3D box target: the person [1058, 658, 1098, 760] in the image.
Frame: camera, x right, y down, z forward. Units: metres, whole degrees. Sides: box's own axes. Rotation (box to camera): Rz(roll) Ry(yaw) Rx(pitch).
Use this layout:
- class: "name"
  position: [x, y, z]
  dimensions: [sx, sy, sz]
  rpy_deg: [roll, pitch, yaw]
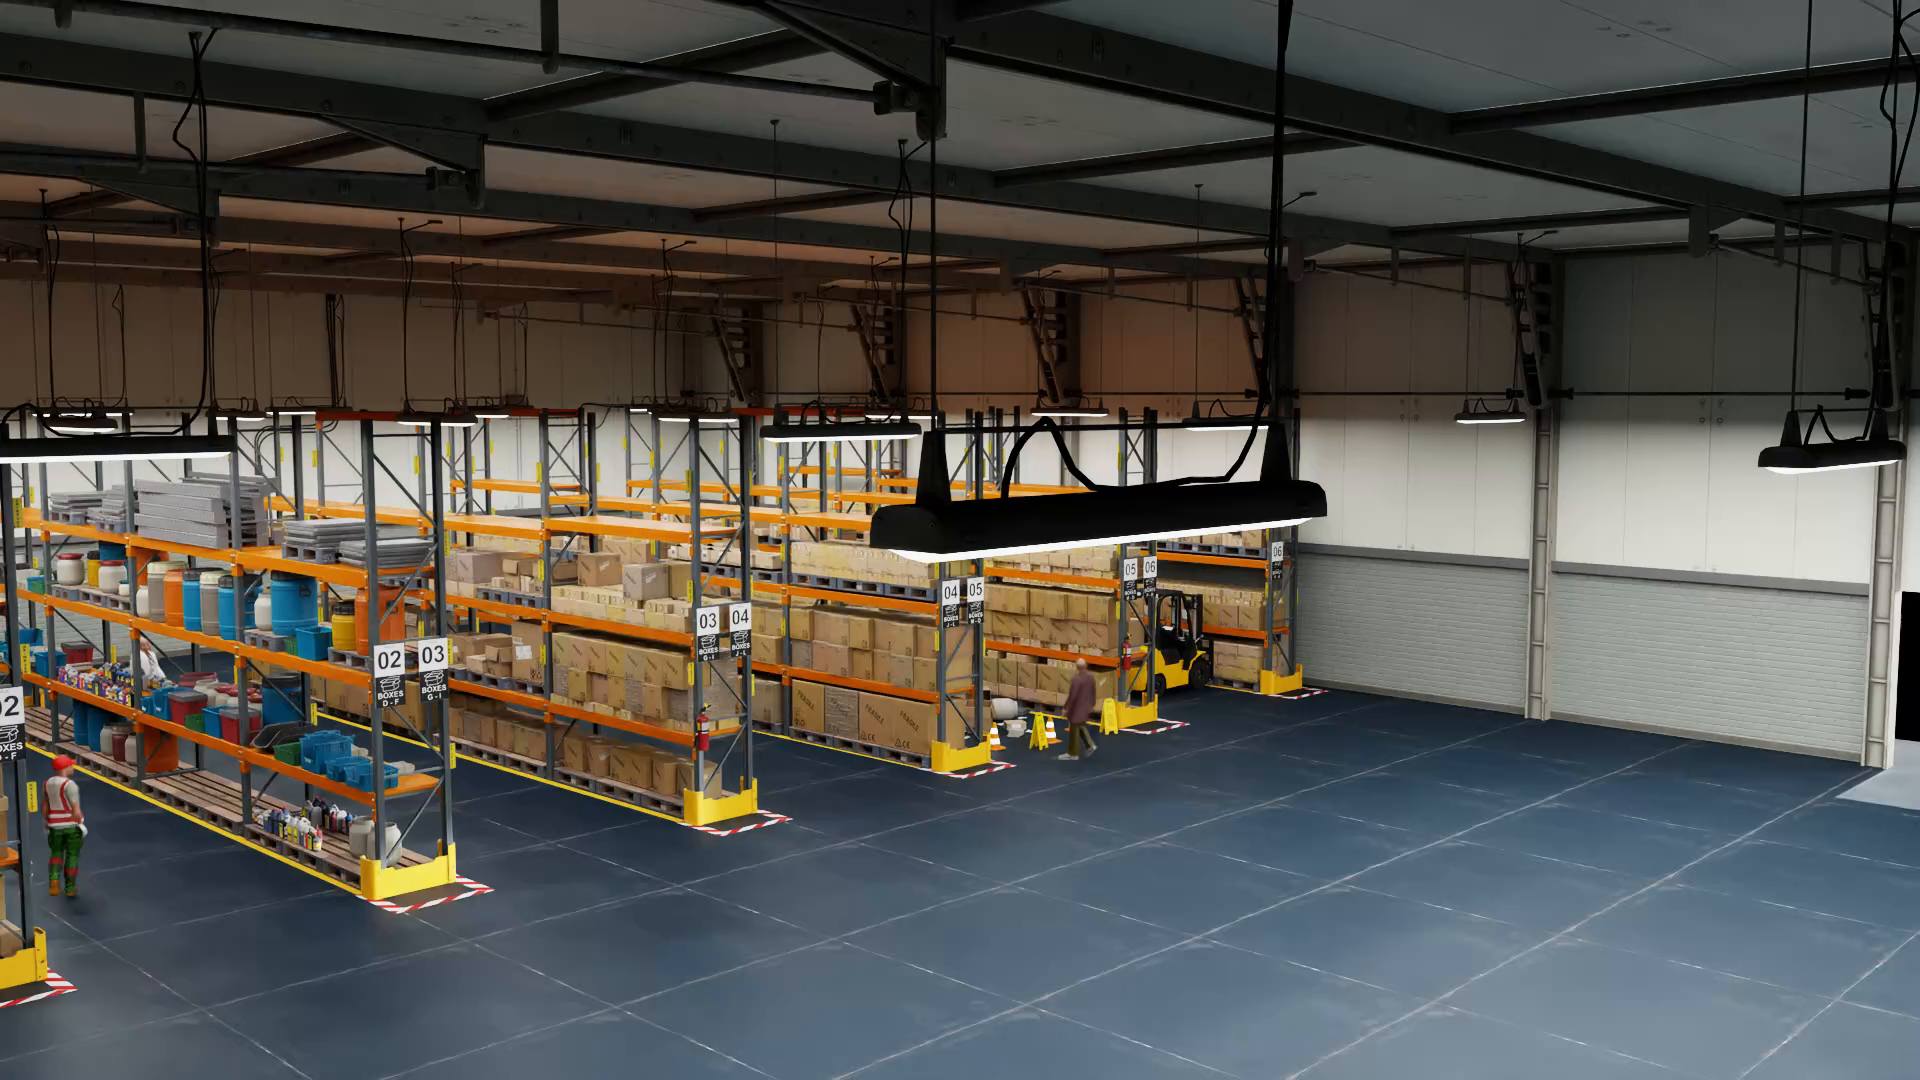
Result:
- class: "person"
  position: [2.065, 2.905, 28.676]
  dimensions: [0.584, 1.773, 0.652]
  rpy_deg: [4, 6, 38]

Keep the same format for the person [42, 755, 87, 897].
- class: "person"
  position: [-11.223, 3.579, 20.818]
  dimensions: [0.538, 1.785, 0.497]
  rpy_deg: [-1, 5, -11]

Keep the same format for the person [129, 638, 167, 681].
- class: "person"
  position: [-15.221, 2.804, 31.172]
  dimensions: [1.114, 1.537, 0.702]
  rpy_deg: [3, 6, 34]
